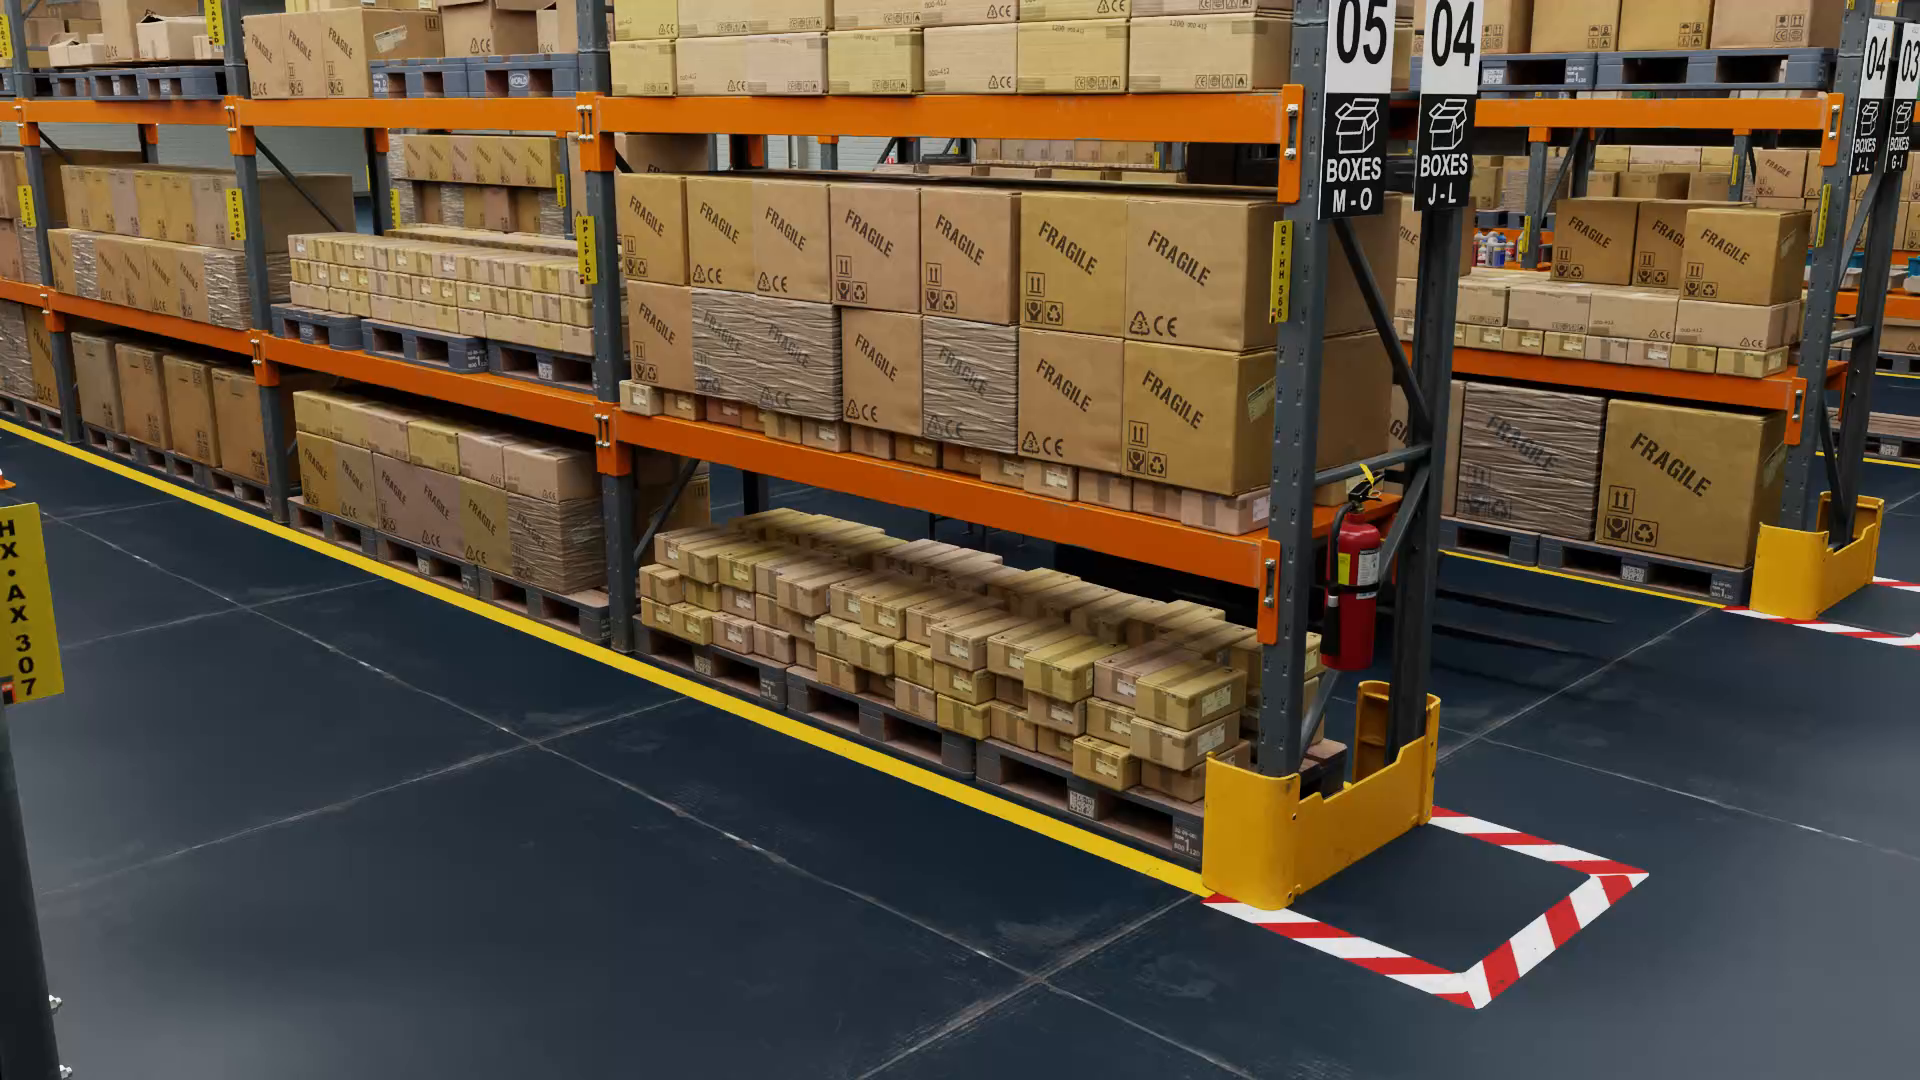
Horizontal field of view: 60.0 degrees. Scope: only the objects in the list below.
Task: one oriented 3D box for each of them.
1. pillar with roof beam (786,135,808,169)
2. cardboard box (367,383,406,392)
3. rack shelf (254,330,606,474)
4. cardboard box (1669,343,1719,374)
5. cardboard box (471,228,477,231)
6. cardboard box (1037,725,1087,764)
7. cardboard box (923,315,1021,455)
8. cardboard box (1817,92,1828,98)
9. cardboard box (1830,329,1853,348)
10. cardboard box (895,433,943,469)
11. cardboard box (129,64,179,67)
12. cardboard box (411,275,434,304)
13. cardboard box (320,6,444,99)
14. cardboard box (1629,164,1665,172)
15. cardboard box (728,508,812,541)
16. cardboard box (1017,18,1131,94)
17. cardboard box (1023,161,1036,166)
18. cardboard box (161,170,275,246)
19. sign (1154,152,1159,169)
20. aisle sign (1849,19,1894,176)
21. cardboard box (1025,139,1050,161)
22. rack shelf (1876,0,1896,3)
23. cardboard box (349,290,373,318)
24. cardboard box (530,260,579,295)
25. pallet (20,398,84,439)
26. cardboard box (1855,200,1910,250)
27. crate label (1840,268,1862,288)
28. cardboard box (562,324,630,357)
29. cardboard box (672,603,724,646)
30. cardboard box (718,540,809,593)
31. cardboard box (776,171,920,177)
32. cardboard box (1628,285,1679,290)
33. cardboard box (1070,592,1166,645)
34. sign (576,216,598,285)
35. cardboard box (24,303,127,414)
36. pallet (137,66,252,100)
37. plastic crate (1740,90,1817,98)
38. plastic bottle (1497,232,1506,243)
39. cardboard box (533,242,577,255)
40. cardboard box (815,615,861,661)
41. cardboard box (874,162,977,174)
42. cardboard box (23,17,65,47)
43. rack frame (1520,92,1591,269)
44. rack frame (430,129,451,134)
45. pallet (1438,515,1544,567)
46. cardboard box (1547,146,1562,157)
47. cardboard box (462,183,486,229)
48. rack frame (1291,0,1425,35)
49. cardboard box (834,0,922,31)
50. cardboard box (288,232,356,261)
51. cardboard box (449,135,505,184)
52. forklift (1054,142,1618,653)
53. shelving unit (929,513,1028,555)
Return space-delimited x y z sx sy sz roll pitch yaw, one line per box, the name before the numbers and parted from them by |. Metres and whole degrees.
pillar with roof beam | -6.768 -10.890 34.879 0.400 9.000 9.100 14 20 42
cardboard box | -3.642 -0.938 11.221 0.500 0.250 0.500 13 19 41
rack shelf | -2.877 -0.956 10.077 4.000 0.370 1.077 14 20 42
cardboard box | 4.285 -1.062 9.558 0.250 0.149 0.380 14 20 43
cardboard box | -5.236 -3.422 18.614 0.250 0.149 0.380 14 20 42
cardboard box | 0.533 0.780 6.811 0.250 0.149 0.380 14 20 42
cardboard box | 0.201 -0.656 6.712 0.500 0.500 0.500 14 20 42
cardboard box | 9.492 -4.794 17.732 0.500 0.250 0.500 14 20 42
cardboard box | 9.739 -2.213 18.224 0.250 0.166 0.380 14 20 42
cardboard box | -0.057 -0.423 7.103 0.250 0.149 0.380 14 20 43
cardboard box | -6.155 -3.808 12.915 0.500 0.250 0.500 13 20 42
cardboard box | -2.983 -1.487 9.764 0.380 0.149 0.250 -14 20 -42
cardboard box | -3.362 -2.833 9.707 0.500 0.500 0.500 14 20 42
cardboard box | 10.056 -5.211 24.153 0.500 0.500 0.500 -14 20 -42
cardboard box | -1.000 -0.050 8.817 0.380 0.149 0.250 -14 20 -43
cardboard box | 0.559 -1.752 6.056 0.500 0.250 0.500 14 20 42
cardboard box | 1.196 -5.808 25.788 0.250 0.149 0.380 13 19 40
cardboard box | -5.369 -2.444 12.181 0.500 0.500 0.700 13 20 41
sign | 2.814 -5.390 23.795 0.005 0.325 0.100 14 20 42
aisle sign | 4.801 -2.327 8.758 0.004 0.787 0.394 14 20 42
cardboard box | 1.429 -6.138 25.767 0.500 0.500 0.700 14 20 42
rack shelf | 10.953 -7.245 23.110 4.000 0.370 1.077 14 20 42
cardboard box | -3.552 -1.479 10.326 0.380 0.149 0.250 -13 20 -42
cardboard box | -2.056 -1.405 8.860 0.250 0.149 0.380 13 19 41
pallet | -7.689 -1.152 14.933 1.213 0.211 1.003 14 20 42
cardboard box | 9.864 -3.366 17.705 0.500 0.500 0.500 14 20 42
crate label | 7.267 -2.144 13.616 0.243 0.136 0.396 14 20 42
cardboard box | -1.861 -1.069 8.750 0.250 0.149 0.380 13 20 41
cardboard box | -1.207 0.391 8.302 0.380 0.149 0.250 -14 20 -43
cardboard box | -0.960 0.127 8.137 0.250 0.149 0.380 13 20 41
cardboard box | -0.535 -1.507 7.996 0.500 0.500 0.500 13 19 40
cardboard box | 4.421 -1.430 10.180 0.500 0.250 0.500 13 20 42
cardboard box | 0.690 0.359 7.245 0.250 0.149 0.380 12 19 40
sign | -1.820 -1.413 8.108 0.005 0.325 0.100 14 20 42
cardboard box | -7.600 -1.652 14.702 0.875 0.875 0.875 14 20 43
pallet | -4.817 -3.117 11.371 1.213 0.211 1.003 -13 20 -42
plastic crate | 6.736 -3.676 13.664 0.530 0.136 0.437 14 20 42
plastic bottle | 5.286 -2.872 16.260 0.097 0.271 0.097 0 15 0
cardboard box | -2.333 -1.702 9.999 0.380 0.149 0.250 -14 20 -42
cardboard box | -0.442 0.420 7.601 0.250 0.149 0.380 13 20 42
cardboard box | -0.286 -2.939 14.075 0.797 0.503 0.637 -14 20 -42
cardboard box | -7.729 -4.168 13.706 0.500 0.250 0.500 13 20 42
rack frame | 5.516 -2.735 15.481 0.127 3.000 1.000 14 20 42
rack frame | -6.560 -3.936 20.090 0.127 3.000 1.000 14 20 42
pallet | 3.454 -0.126 10.997 1.213 0.211 1.003 14 20 42
cardboard box | 9.002 -5.917 25.335 0.250 0.149 0.380 10 17 33
cardboard box | -5.058 -3.777 18.690 0.500 0.500 0.875 14 20 42
rack frame | 1.442 -3.157 5.200 0.127 3.000 1.000 14 20 42
cardboard box | -0.157 -2.179 6.702 0.500 0.250 0.500 13 19 40
cardboard box | -4.115 -1.906 10.785 0.250 0.149 0.380 14 20 42
cardboard box | -5.273 -4.204 18.348 0.500 0.500 0.500 14 20 42
forklift | 1.996 -0.949 8.888 3.031 2.867 1.129 12 19 39
shelving unit | 0.119 -0.987 10.556 0.503 2.100 0.431 14 20 42
